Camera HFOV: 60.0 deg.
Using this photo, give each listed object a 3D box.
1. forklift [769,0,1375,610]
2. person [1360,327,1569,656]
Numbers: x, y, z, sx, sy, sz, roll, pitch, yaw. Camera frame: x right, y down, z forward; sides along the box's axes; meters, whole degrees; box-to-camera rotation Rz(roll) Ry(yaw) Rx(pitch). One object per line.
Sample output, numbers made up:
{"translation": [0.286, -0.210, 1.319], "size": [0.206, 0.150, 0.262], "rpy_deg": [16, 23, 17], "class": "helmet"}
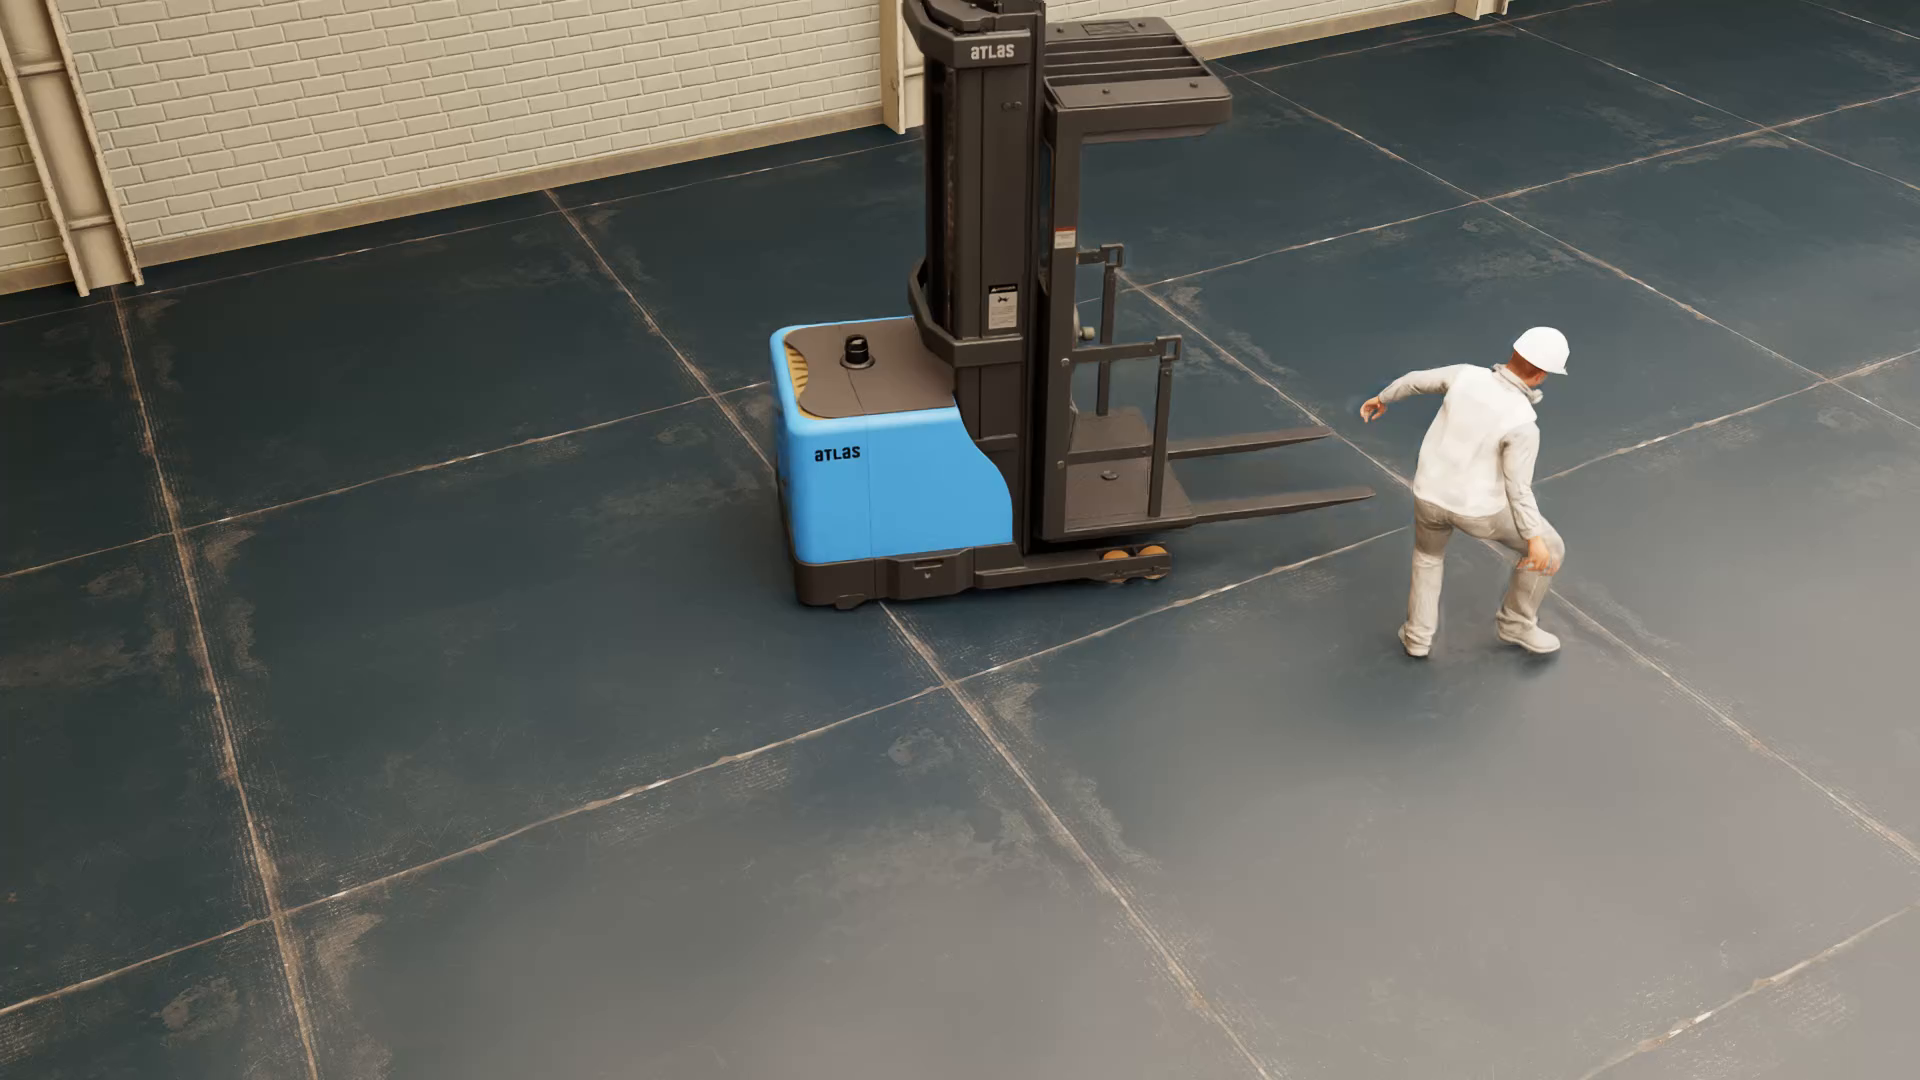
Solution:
{"translation": [0.602, -1.273, 7.923], "size": [3.031, 2.935, 1.130], "rpy_deg": [-6, 36, -9], "class": "forklift"}
{"translation": [2.280, -0.243, 7.620], "size": [0.573, 1.684, 1.121], "rpy_deg": [-28, 44, -33], "class": "person"}
